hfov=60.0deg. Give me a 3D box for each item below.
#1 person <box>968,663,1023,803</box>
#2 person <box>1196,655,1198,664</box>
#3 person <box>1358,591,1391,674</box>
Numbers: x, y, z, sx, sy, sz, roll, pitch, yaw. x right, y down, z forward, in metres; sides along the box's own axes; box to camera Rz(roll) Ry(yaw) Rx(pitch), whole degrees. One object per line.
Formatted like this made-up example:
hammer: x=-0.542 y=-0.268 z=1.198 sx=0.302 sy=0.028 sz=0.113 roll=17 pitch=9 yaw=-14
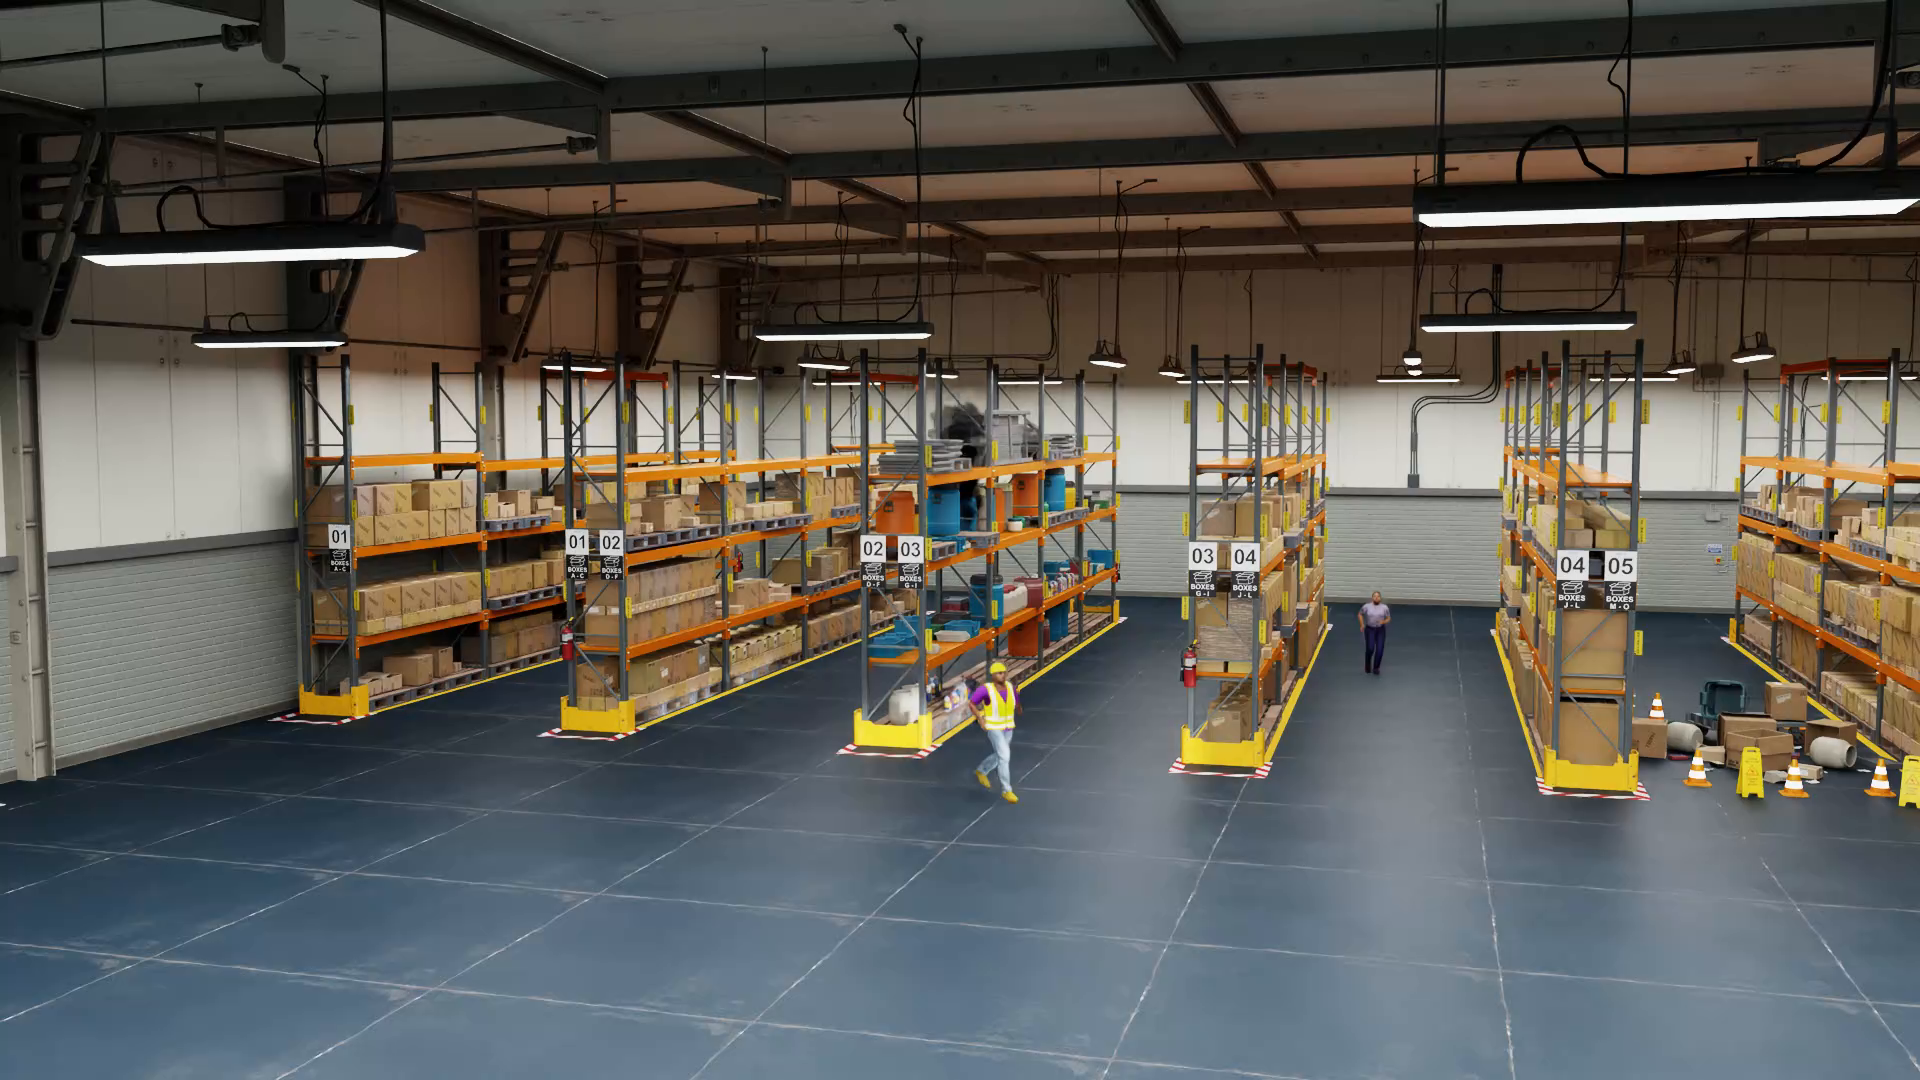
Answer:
person: x=0.513 y=2.483 z=21.820 sx=0.682 sy=1.780 sz=0.914 roll=-3 pitch=5 yaw=-37
person: x=4.753 y=1.695 z=32.810 sx=0.552 sy=1.660 sz=0.632 roll=0 pitch=4 yaw=5
person: x=7.977 y=1.788 z=31.950 sx=0.585 sy=1.613 sz=0.622 roll=0 pitch=4 yaw=6
